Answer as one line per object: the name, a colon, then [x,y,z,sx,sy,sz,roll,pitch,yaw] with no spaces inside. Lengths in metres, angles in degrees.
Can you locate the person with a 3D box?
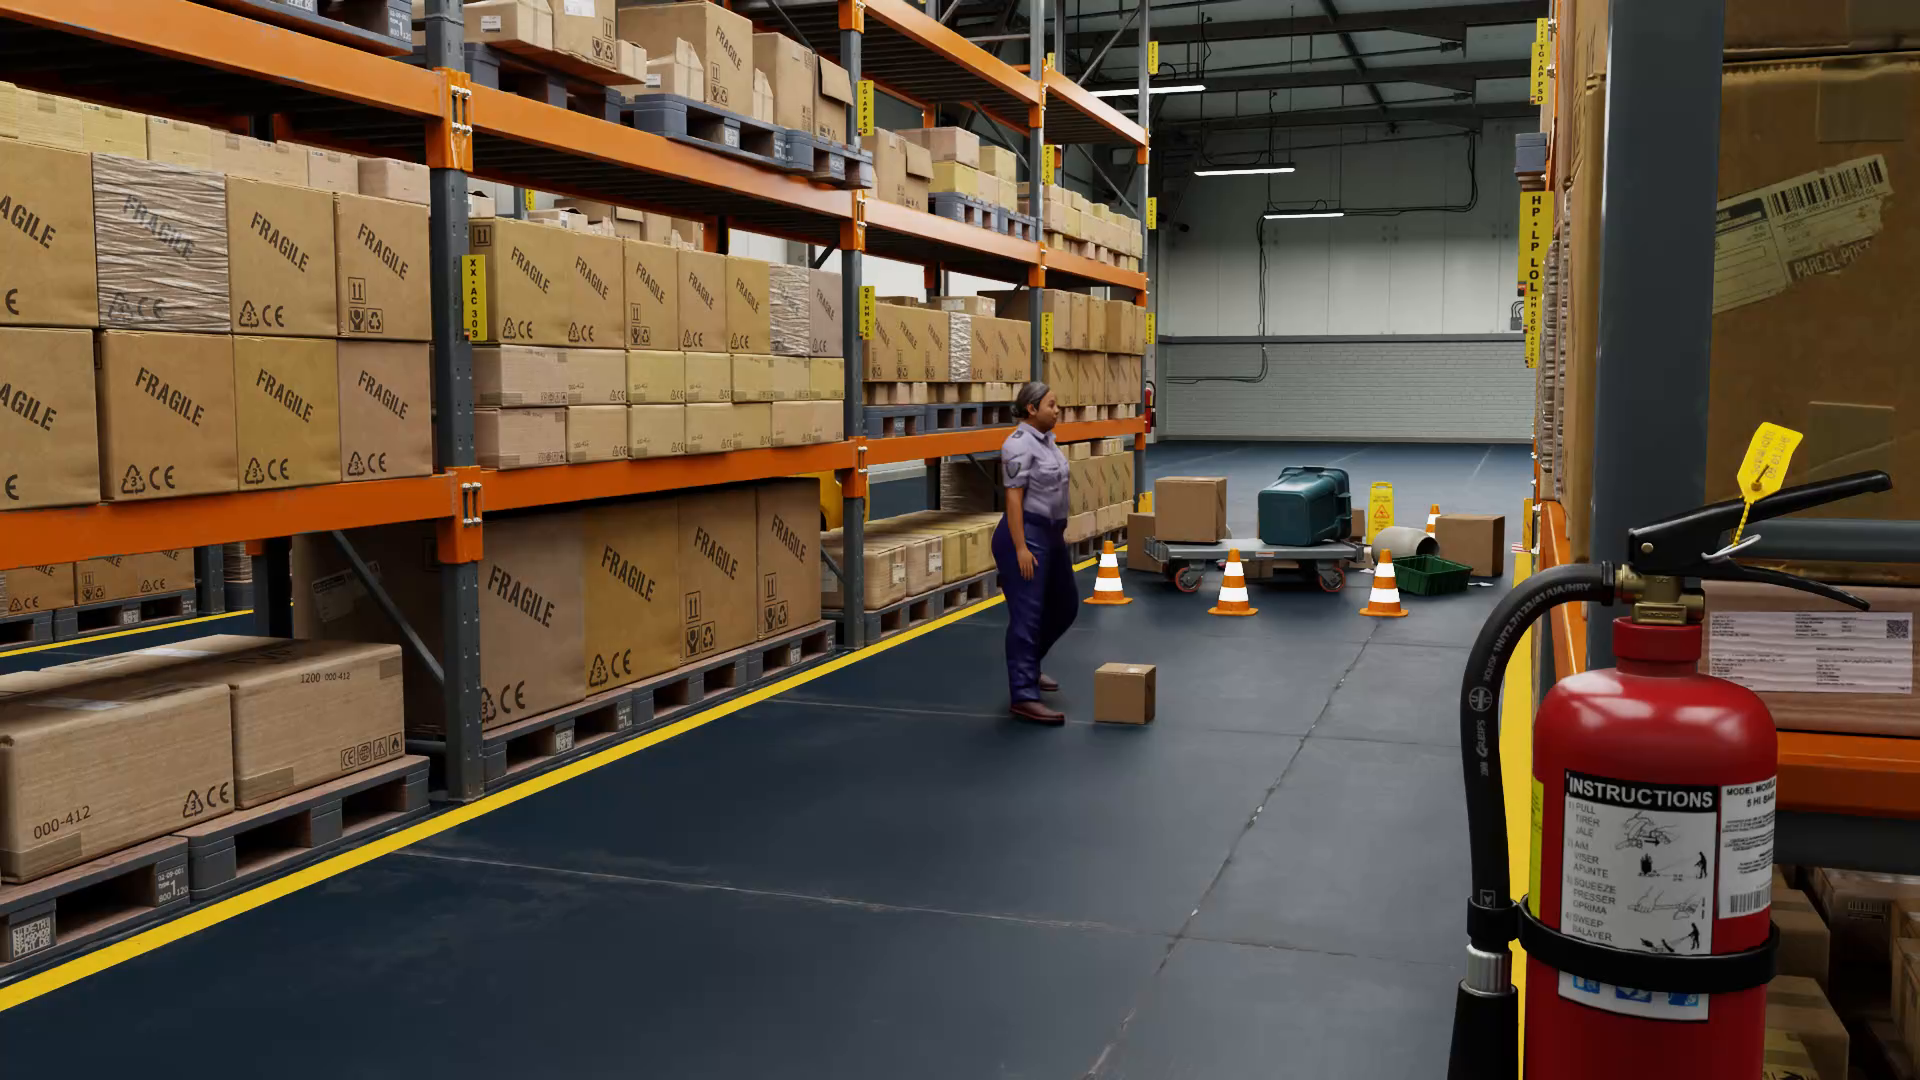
person: [0.387,0.037,8.353,0.523,1.658,0.657,3,6,26]
